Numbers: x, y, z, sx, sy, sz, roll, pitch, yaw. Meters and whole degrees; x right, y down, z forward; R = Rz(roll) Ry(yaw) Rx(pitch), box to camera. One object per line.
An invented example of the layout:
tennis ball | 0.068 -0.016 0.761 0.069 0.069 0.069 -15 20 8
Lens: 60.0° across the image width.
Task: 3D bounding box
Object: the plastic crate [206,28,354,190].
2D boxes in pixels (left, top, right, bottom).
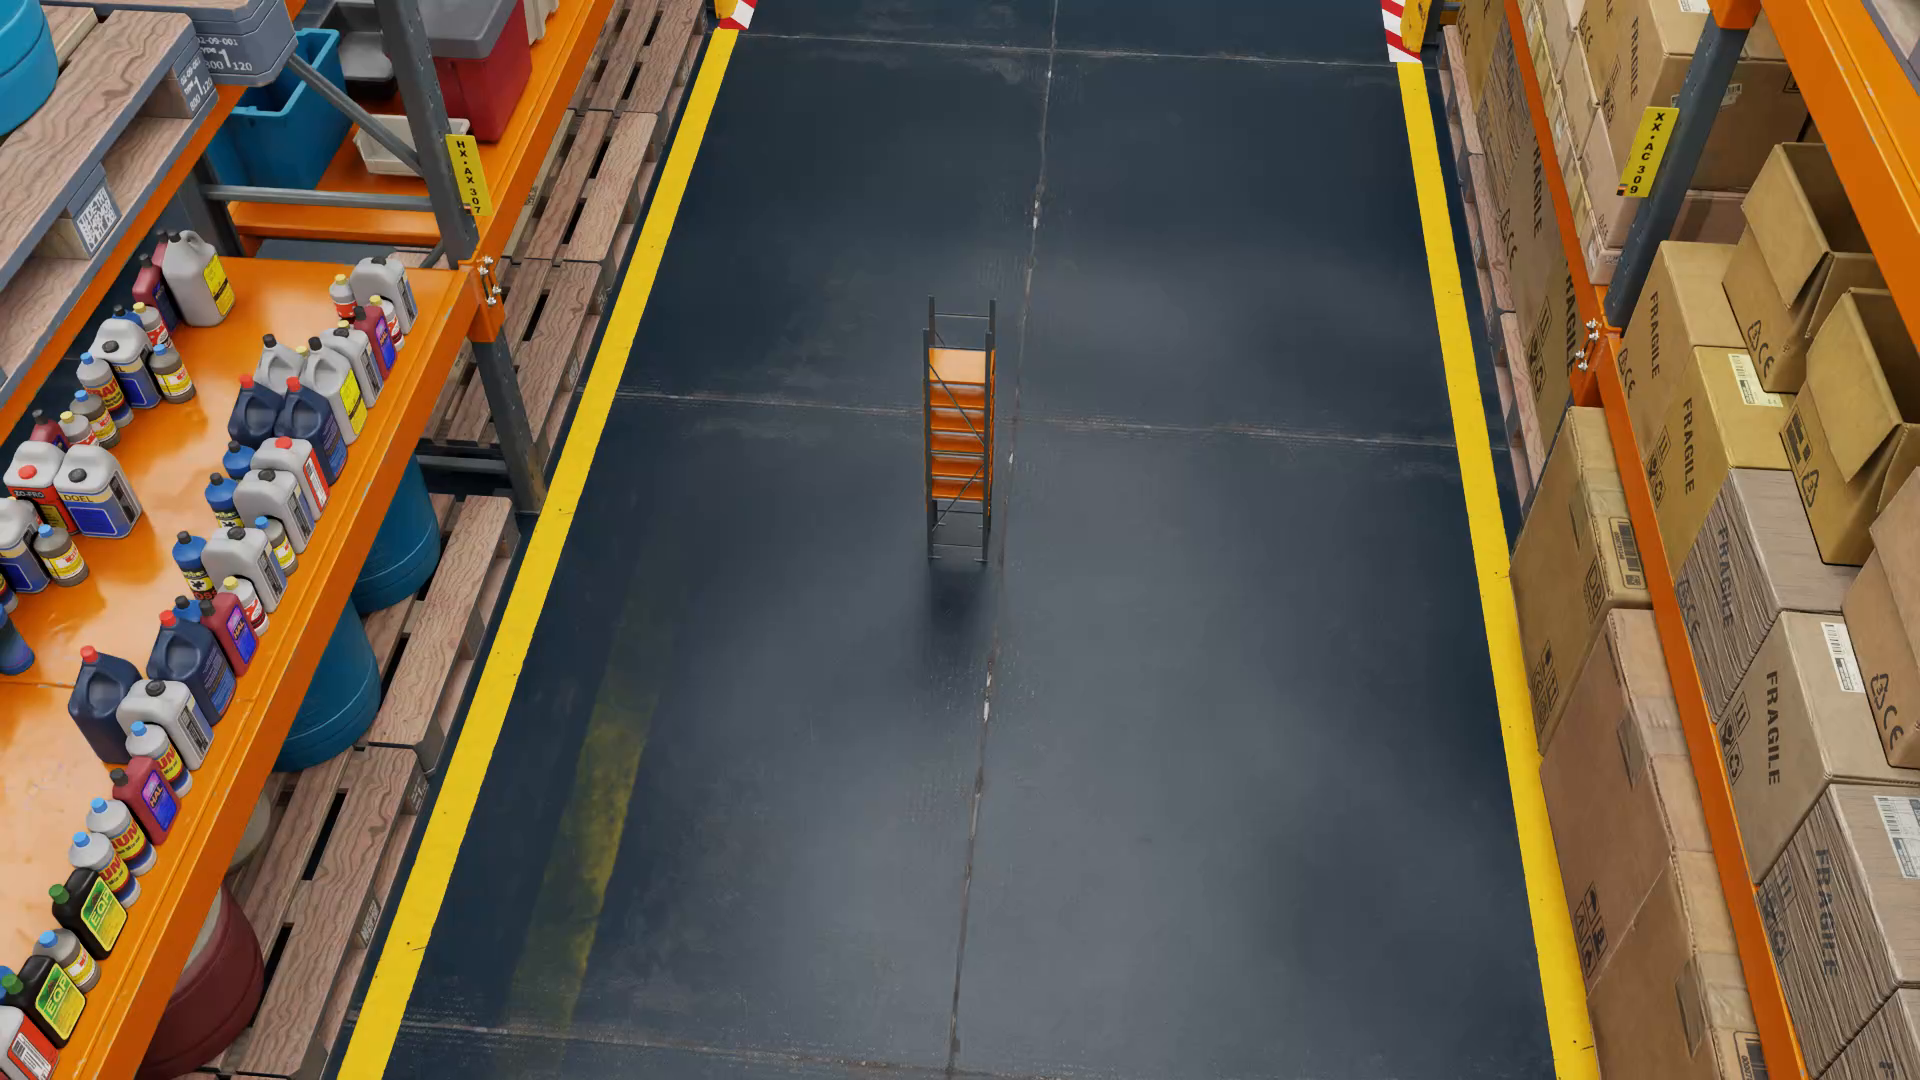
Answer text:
plastic crate | -2.523 -1.572 6.151 0.392 0.384 0.575 4 48 4

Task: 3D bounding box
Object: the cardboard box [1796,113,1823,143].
cardboard box | 3.005 -1.496 5.503 0.500 0.500 0.500 4 48 4

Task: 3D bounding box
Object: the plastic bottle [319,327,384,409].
plastic bottle | -1.973 -0.570 5.348 0.152 0.276 0.135 4 48 4

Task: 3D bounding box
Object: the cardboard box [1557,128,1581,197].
cardboard box | 2.455 -1.398 6.192 0.380 0.149 0.250 3 48 3

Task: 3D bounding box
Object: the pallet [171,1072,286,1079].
pallet | -2.560 2.107 4.706 1.003 0.211 1.213 4 48 4

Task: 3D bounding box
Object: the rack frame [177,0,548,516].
rack frame | -2.226 -1.192 5.833 1.000 3.000 0.127 4 48 4

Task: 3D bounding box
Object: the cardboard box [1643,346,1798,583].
cardboard box | 2.370 -0.202 4.860 0.500 0.500 0.500 4 48 4

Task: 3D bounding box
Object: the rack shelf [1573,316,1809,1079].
rack shelf | 2.524 0.854 4.450 1.077 0.370 4.000 4 48 4

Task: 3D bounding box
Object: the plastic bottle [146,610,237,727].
plastic bottle | -2.084 0.332 4.473 0.144 0.351 0.185 4 48 4

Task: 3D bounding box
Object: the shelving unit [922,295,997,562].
shelving unit | -0.001 -0.394 6.323 0.258 1.200 0.189 4 48 4

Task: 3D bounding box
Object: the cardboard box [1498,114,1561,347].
cardboard box | 2.928 -1.424 7.201 0.875 0.875 0.875 4 48 4

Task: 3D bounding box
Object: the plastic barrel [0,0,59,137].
plastic barrel | -2.229 -1.250 3.230 0.600 0.901 0.708 4 48 4

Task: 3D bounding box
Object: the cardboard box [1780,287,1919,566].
cardboard box | 2.582 -0.257 4.231 0.797 0.503 0.637 4 48 4

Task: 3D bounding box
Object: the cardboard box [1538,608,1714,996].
cardboard box | 2.587 0.845 5.125 1.225 0.875 0.875 2 48 2

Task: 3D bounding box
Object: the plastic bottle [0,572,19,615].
plastic bottle | -2.791 0.101 4.738 0.097 0.271 0.097 0 48 0

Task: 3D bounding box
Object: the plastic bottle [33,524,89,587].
plastic bottle | -2.627 0.036 4.845 0.097 0.201 0.097 0 48 0

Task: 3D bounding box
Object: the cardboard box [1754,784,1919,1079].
cardboard box | 2.235 0.920 3.834 0.500 0.500 0.500 2 48 2

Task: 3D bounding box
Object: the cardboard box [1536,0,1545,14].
cardboard box | 2.626 -2.378 6.818 0.500 0.250 0.500 3 48 3

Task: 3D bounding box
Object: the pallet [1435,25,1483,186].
pallet | 3.076 -2.264 8.704 1.003 0.211 1.213 4 48 4

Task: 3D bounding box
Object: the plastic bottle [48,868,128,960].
plastic bottle | -2.108 0.886 4.012 0.061 0.283 0.133 4 48 4

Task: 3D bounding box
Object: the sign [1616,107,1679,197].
sign | 2.153 -1.214 5.213 0.100 0.325 0.005 4 48 4

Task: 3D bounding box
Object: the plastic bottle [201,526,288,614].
plastic bottle | -2.053 0.070 4.763 0.152 0.276 0.135 4 48 4

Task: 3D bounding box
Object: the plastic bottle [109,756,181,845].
plastic bottle | -2.079 0.645 4.232 0.061 0.283 0.133 4 48 4

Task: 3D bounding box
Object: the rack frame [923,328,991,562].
rack frame | -0.010 -0.327 6.262 0.240 1.200 0.006 4 48 4

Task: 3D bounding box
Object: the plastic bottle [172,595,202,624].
plastic bottle | -2.109 0.253 4.599 0.097 0.271 0.097 0 48 0

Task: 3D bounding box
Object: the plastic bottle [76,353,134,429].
plastic bottle | -2.719 -0.481 5.271 0.097 0.271 0.097 0 48 0

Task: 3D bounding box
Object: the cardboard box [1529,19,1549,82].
cardboard box | 2.525 -1.964 6.710 0.380 0.149 0.250 3 48 3

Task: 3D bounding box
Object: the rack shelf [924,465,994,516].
rack shelf | -0.001 -0.202 6.533 0.258 0.103 0.180 4 48 4

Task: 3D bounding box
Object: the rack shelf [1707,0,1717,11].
rack shelf | 2.889 -3.098 6.031 1.077 0.370 4.000 4 48 4

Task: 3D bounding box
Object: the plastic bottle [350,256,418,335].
plastic bottle | -1.940 -0.838 5.594 0.152 0.276 0.135 4 48 4

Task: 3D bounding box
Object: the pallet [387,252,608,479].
pallet | -2.198 -0.793 7.359 1.003 0.211 1.213 4 48 4

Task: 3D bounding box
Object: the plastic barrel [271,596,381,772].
plastic barrel | -2.357 0.294 5.612 0.600 0.901 0.708 4 48 4

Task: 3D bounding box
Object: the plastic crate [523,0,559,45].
plastic crate | -1.903 -2.282 6.870 0.437 0.282 0.530 4 48 4

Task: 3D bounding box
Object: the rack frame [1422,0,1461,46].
rack frame | 3.071 -3.798 8.217 1.000 3.000 0.127 4 48 4

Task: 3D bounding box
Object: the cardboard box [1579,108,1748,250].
cardboard box | 2.485 -1.250 5.787 0.500 0.250 0.500 3 48 3

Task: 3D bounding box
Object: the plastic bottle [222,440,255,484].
plastic bottle | -2.145 -0.192 5.006 0.097 0.271 0.097 0 48 0

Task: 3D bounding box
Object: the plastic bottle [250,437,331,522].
plastic bottle | -2.019 -0.199 5.010 0.152 0.276 0.135 4 48 4

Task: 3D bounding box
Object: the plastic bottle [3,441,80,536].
plastic bottle | -2.732 -0.155 4.969 0.152 0.276 0.135 4 48 4

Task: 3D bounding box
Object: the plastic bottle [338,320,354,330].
plastic bottle | -1.996 -0.632 5.456 0.097 0.201 0.097 0 48 0

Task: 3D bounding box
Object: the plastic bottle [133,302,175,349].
plastic bottle | -2.689 -0.700 5.518 0.097 0.201 0.097 0 48 0

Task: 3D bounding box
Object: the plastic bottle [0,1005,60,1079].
plastic bottle | -2.187 1.153 3.772 0.152 0.276 0.135 4 48 4

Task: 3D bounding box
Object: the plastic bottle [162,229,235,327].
plastic bottle | -2.585 -0.908 5.607 0.144 0.351 0.185 4 48 4

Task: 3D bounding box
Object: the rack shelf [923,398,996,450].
rack shelf | -0.001 -0.445 6.268 0.258 0.103 0.180 4 48 4
